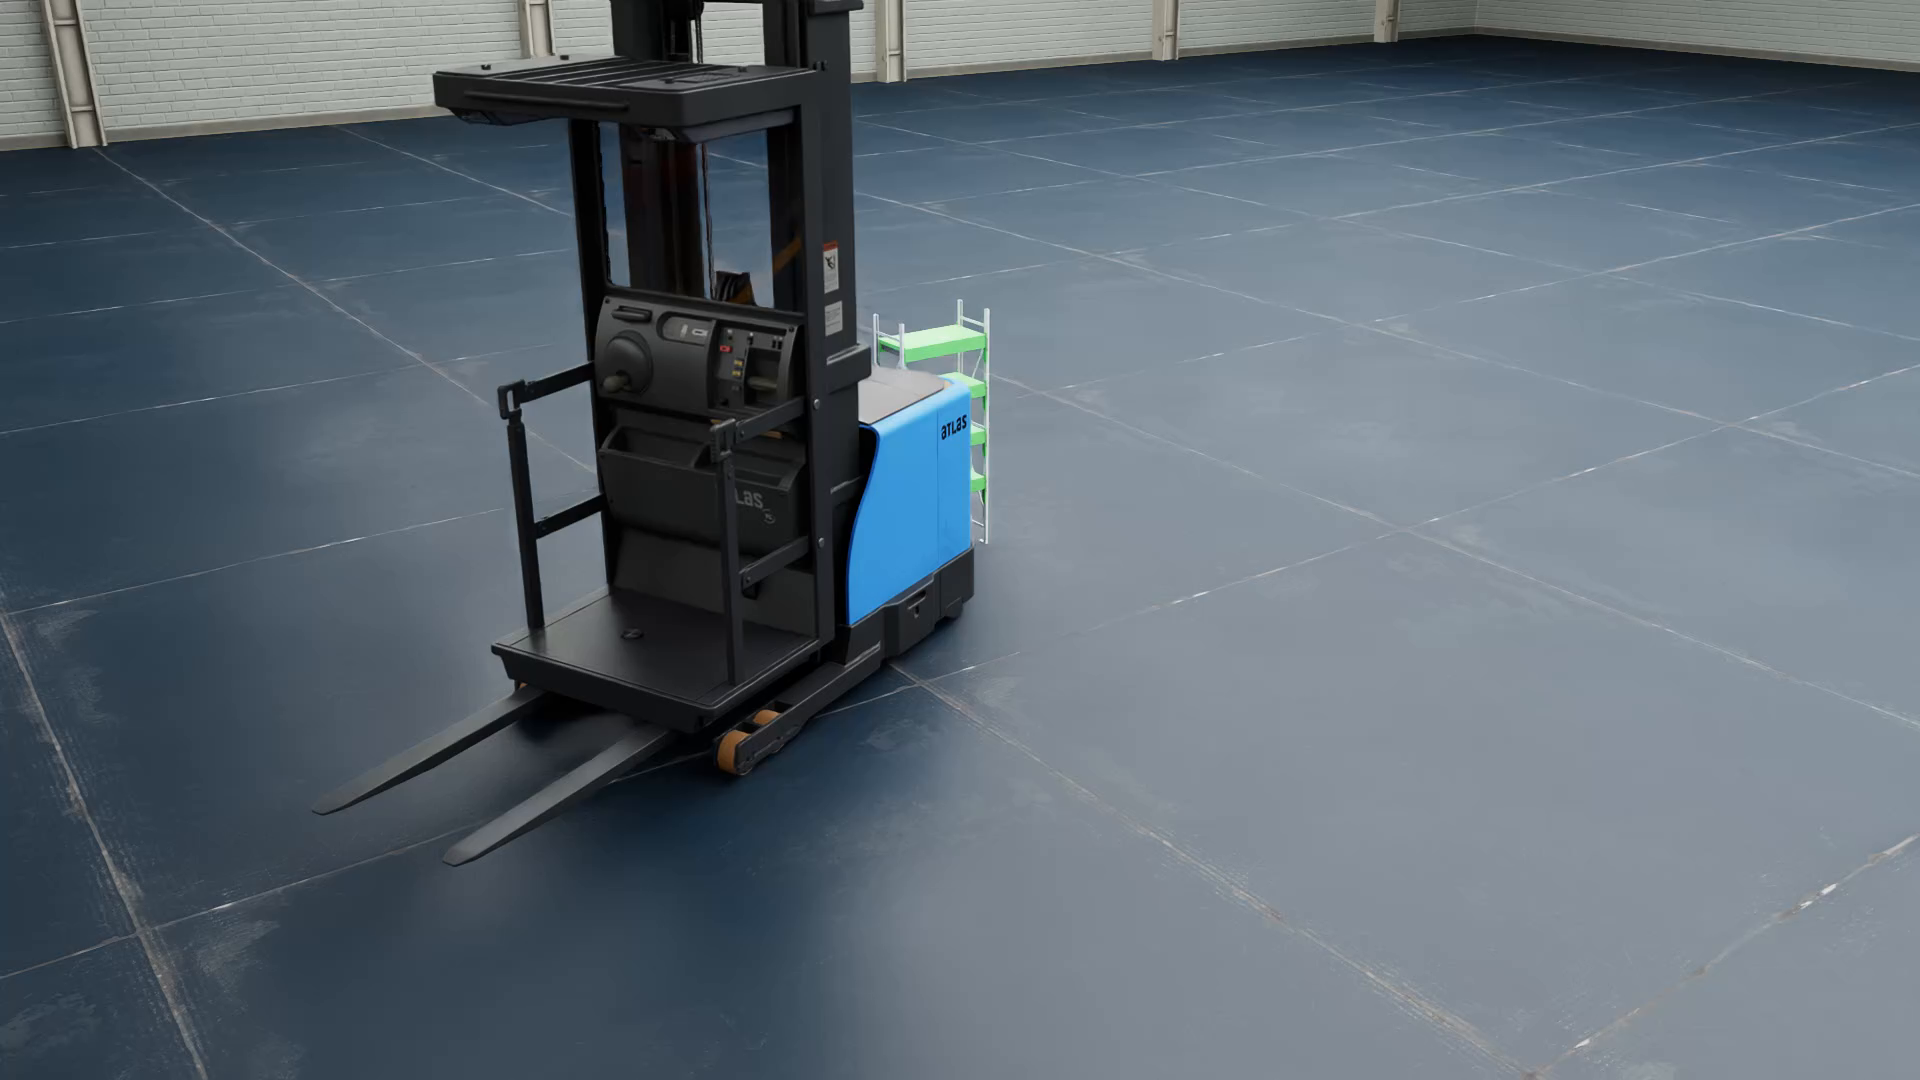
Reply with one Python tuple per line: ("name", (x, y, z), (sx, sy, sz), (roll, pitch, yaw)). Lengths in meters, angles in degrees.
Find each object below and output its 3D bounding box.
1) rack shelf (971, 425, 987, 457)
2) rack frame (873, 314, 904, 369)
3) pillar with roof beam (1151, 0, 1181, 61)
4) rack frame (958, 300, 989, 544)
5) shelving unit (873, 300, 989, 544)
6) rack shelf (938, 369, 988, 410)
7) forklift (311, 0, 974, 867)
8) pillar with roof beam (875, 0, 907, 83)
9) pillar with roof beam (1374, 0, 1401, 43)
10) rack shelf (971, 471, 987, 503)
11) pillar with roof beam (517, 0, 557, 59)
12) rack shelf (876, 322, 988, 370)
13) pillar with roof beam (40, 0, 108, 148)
("rack shelf", (-0.134, -0.462, 8.108), (0.480, 0.148, 0.258), (-15, 26, -33))
("rack frame", (-0.332, -0.469, 7.952), (0.015, 1.200, 0.240), (-15, 26, -33))
("pillar with roof beam", (6.264, -11.693, 25.559), (0.400, 9.000, 9.100), (-15, 26, -33))
("rack frame", (0.064, -0.574, 8.217), (0.015, 1.200, 0.240), (-15, 26, -33))
("shelving unit", (-0.134, -0.521, 8.084), (0.503, 1.200, 0.258), (-15, 26, -33))
("rack shelf", (-0.134, -0.685, 8.019), (0.480, 0.148, 0.258), (-15, 26, -33))
("forklift", (-1.114, -0.677, 6.139), (1.130, 2.935, 3.031), (12, 25, 28))
("pillar with roof beam", (1.394, -10.395, 22.304), (0.400, 9.000, 9.100), (-15, 26, -33))
("pillar with roof beam", (11.135, -12.992, 28.813), (0.400, 9.000, 9.100), (-15, 26, -33))
("rack shelf", (-0.134, -0.239, 8.197), (0.480, 0.148, 0.258), (-15, 26, -33))
("pillar with roof beam", (-3.477, -9.096, 19.050), (0.400, 9.000, 9.100), (-15, 26, -33))
("rack shelf", (-0.134, -0.908, 7.930), (0.480, 0.148, 0.258), (-15, 26, -33))
("pillar with roof beam", (-8.347, -7.797, 15.795), (0.400, 9.000, 9.100), (-15, 26, -33))
